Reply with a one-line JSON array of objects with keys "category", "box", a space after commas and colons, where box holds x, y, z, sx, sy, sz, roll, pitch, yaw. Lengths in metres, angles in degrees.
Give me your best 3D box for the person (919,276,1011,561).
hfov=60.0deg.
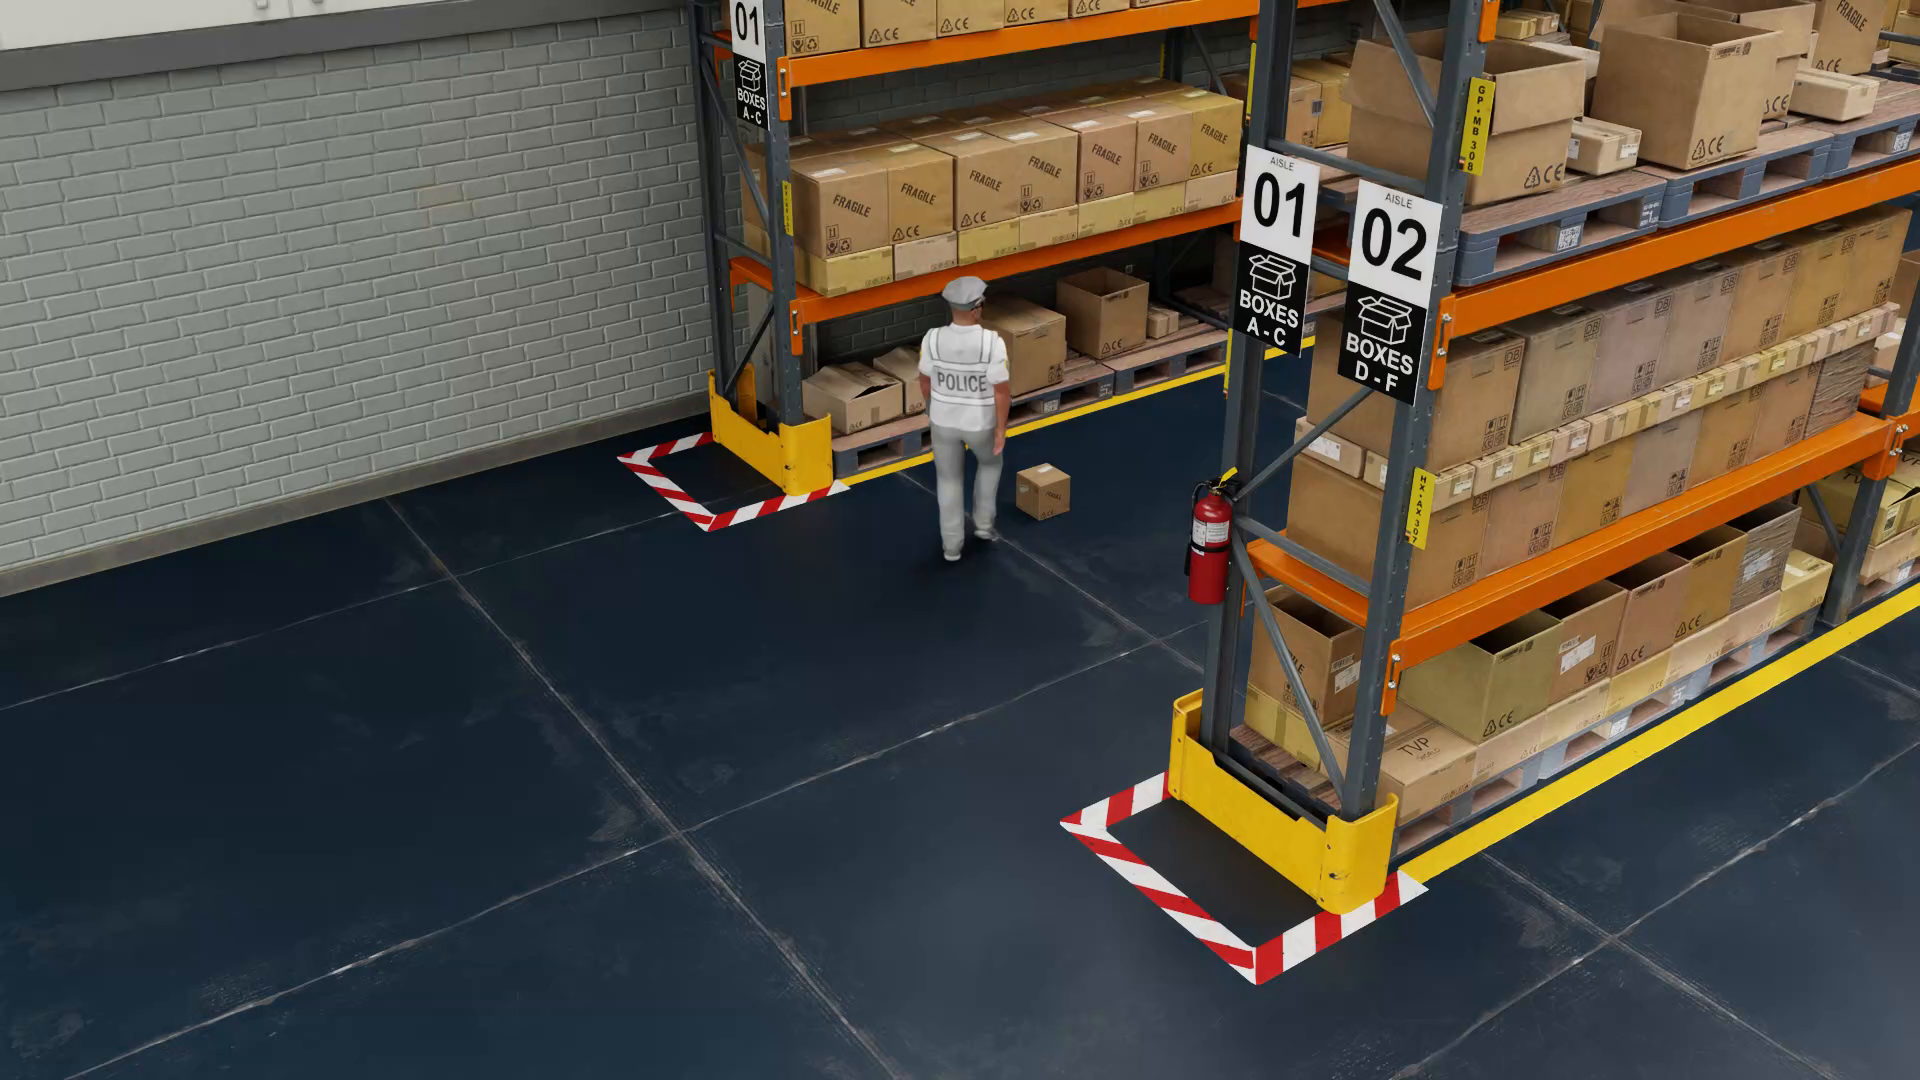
[{"category": "person", "box": [0.032, -0.702, 9.968, 0.552, 1.862, 0.543, 2, 28, 4]}]
